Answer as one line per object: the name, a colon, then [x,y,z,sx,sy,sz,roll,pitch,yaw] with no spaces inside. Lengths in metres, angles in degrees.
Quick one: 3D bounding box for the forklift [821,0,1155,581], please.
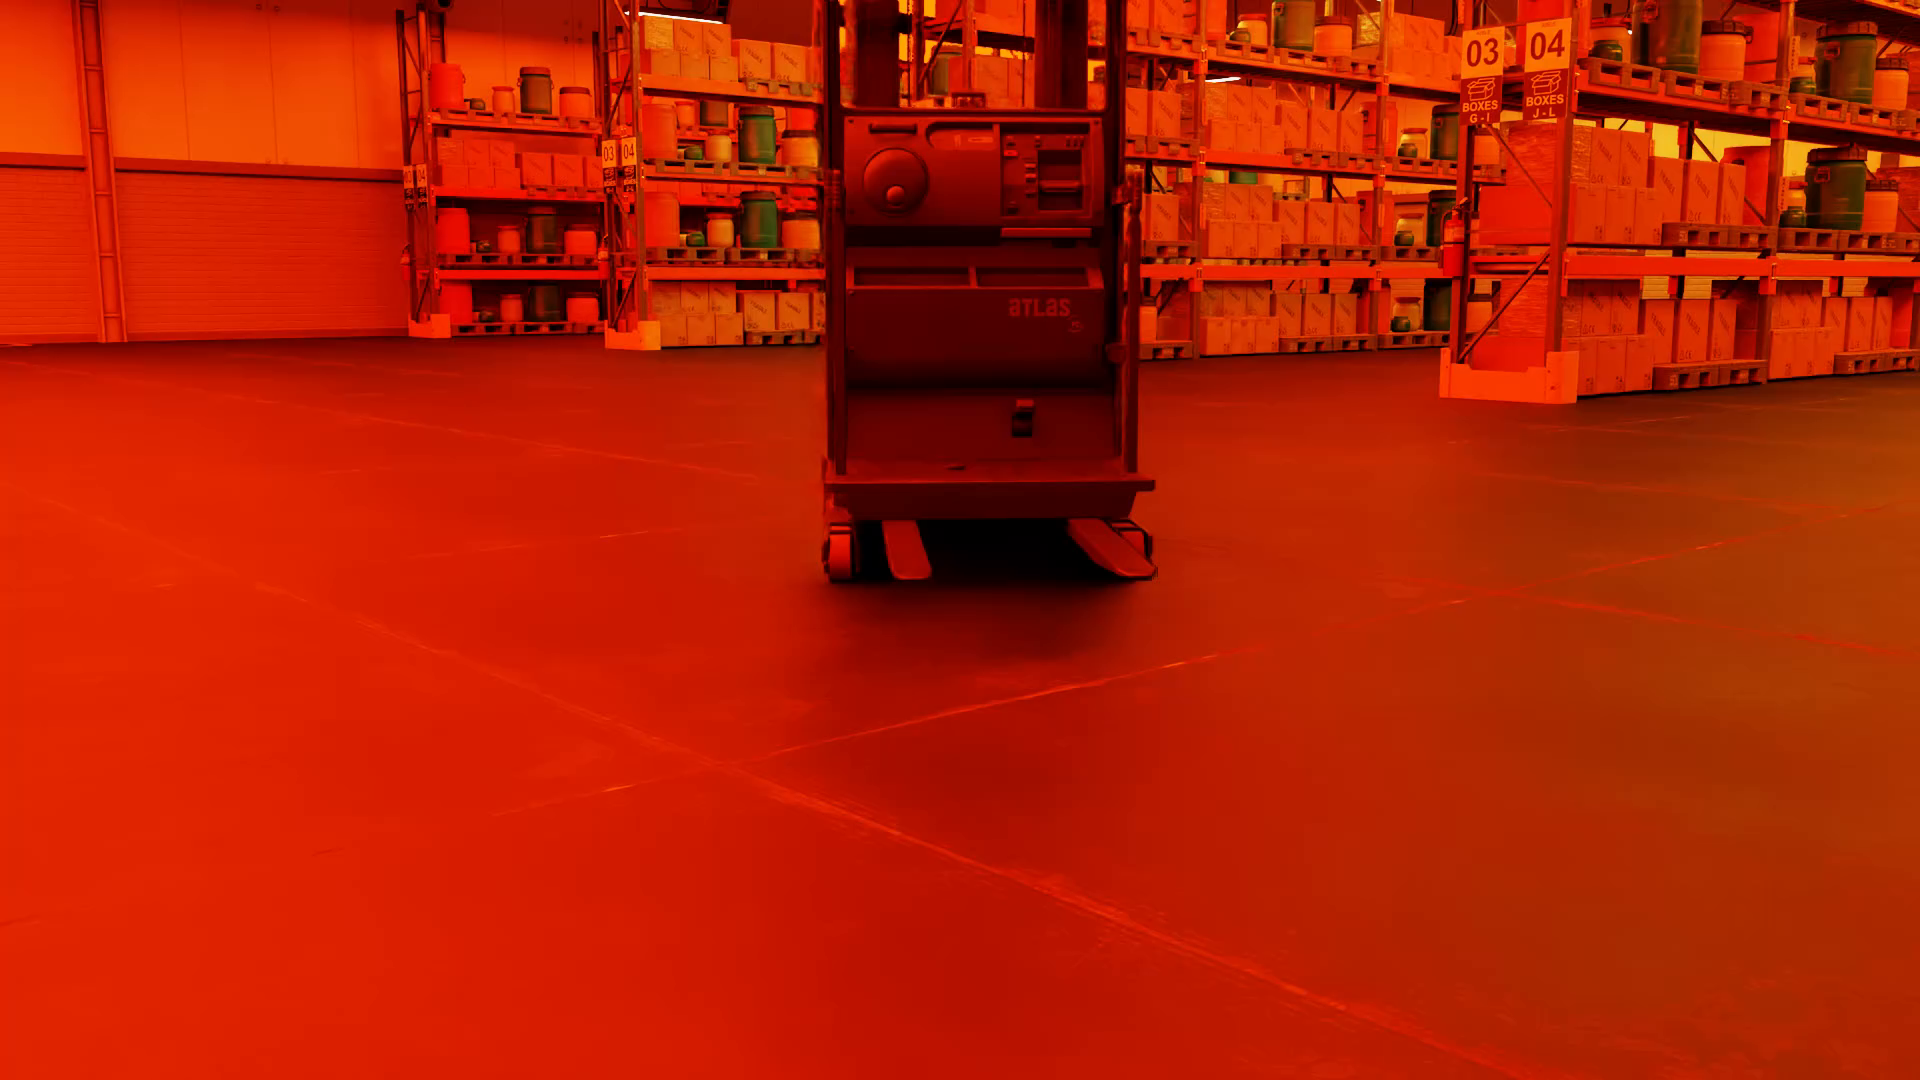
forklift: [0.070,-1.360,5.741,1.130,2.935,3.031,-1,9,-4]
